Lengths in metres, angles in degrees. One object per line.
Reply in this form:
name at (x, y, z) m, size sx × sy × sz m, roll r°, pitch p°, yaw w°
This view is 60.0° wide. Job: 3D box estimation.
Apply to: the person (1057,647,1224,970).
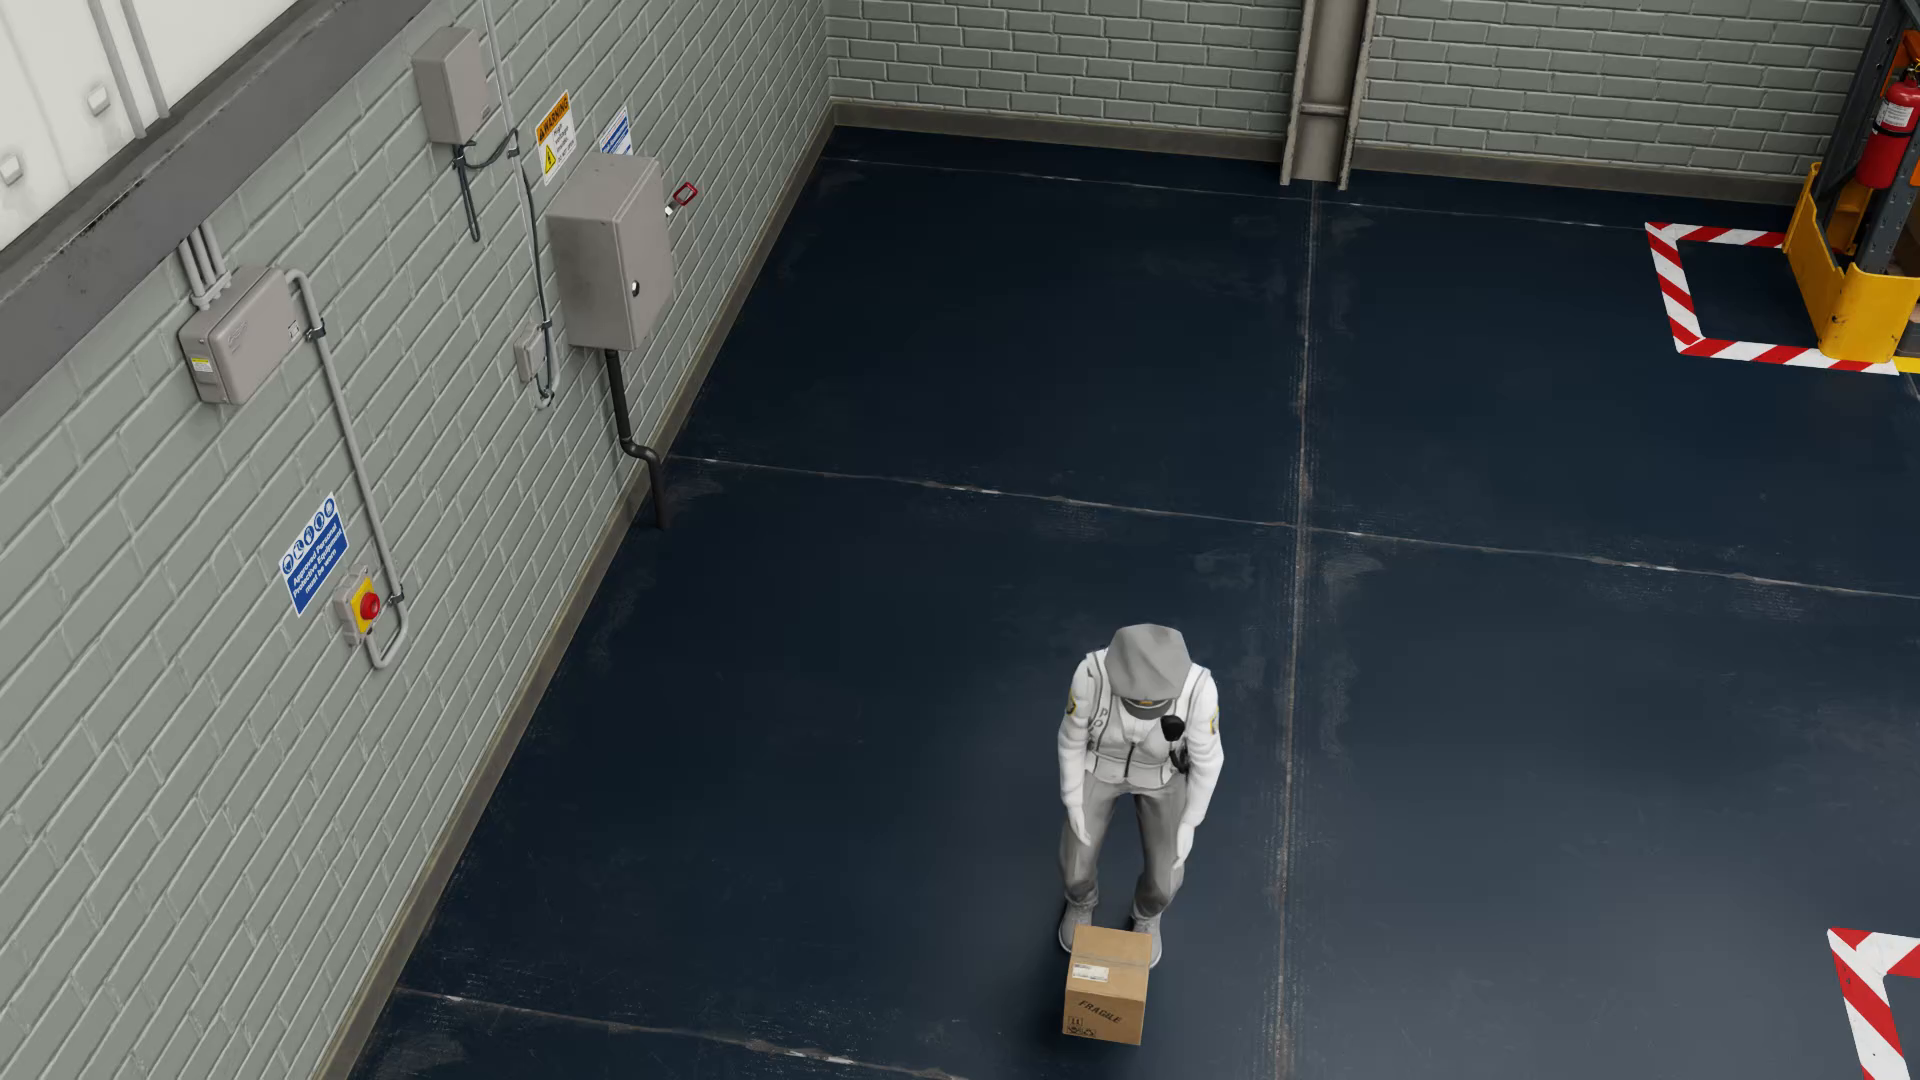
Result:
person at (0.566, 0.796, 5.343) m, size 0.520 × 1.535 × 0.496 m, roll 7°, pitch 41°, yaw 8°
